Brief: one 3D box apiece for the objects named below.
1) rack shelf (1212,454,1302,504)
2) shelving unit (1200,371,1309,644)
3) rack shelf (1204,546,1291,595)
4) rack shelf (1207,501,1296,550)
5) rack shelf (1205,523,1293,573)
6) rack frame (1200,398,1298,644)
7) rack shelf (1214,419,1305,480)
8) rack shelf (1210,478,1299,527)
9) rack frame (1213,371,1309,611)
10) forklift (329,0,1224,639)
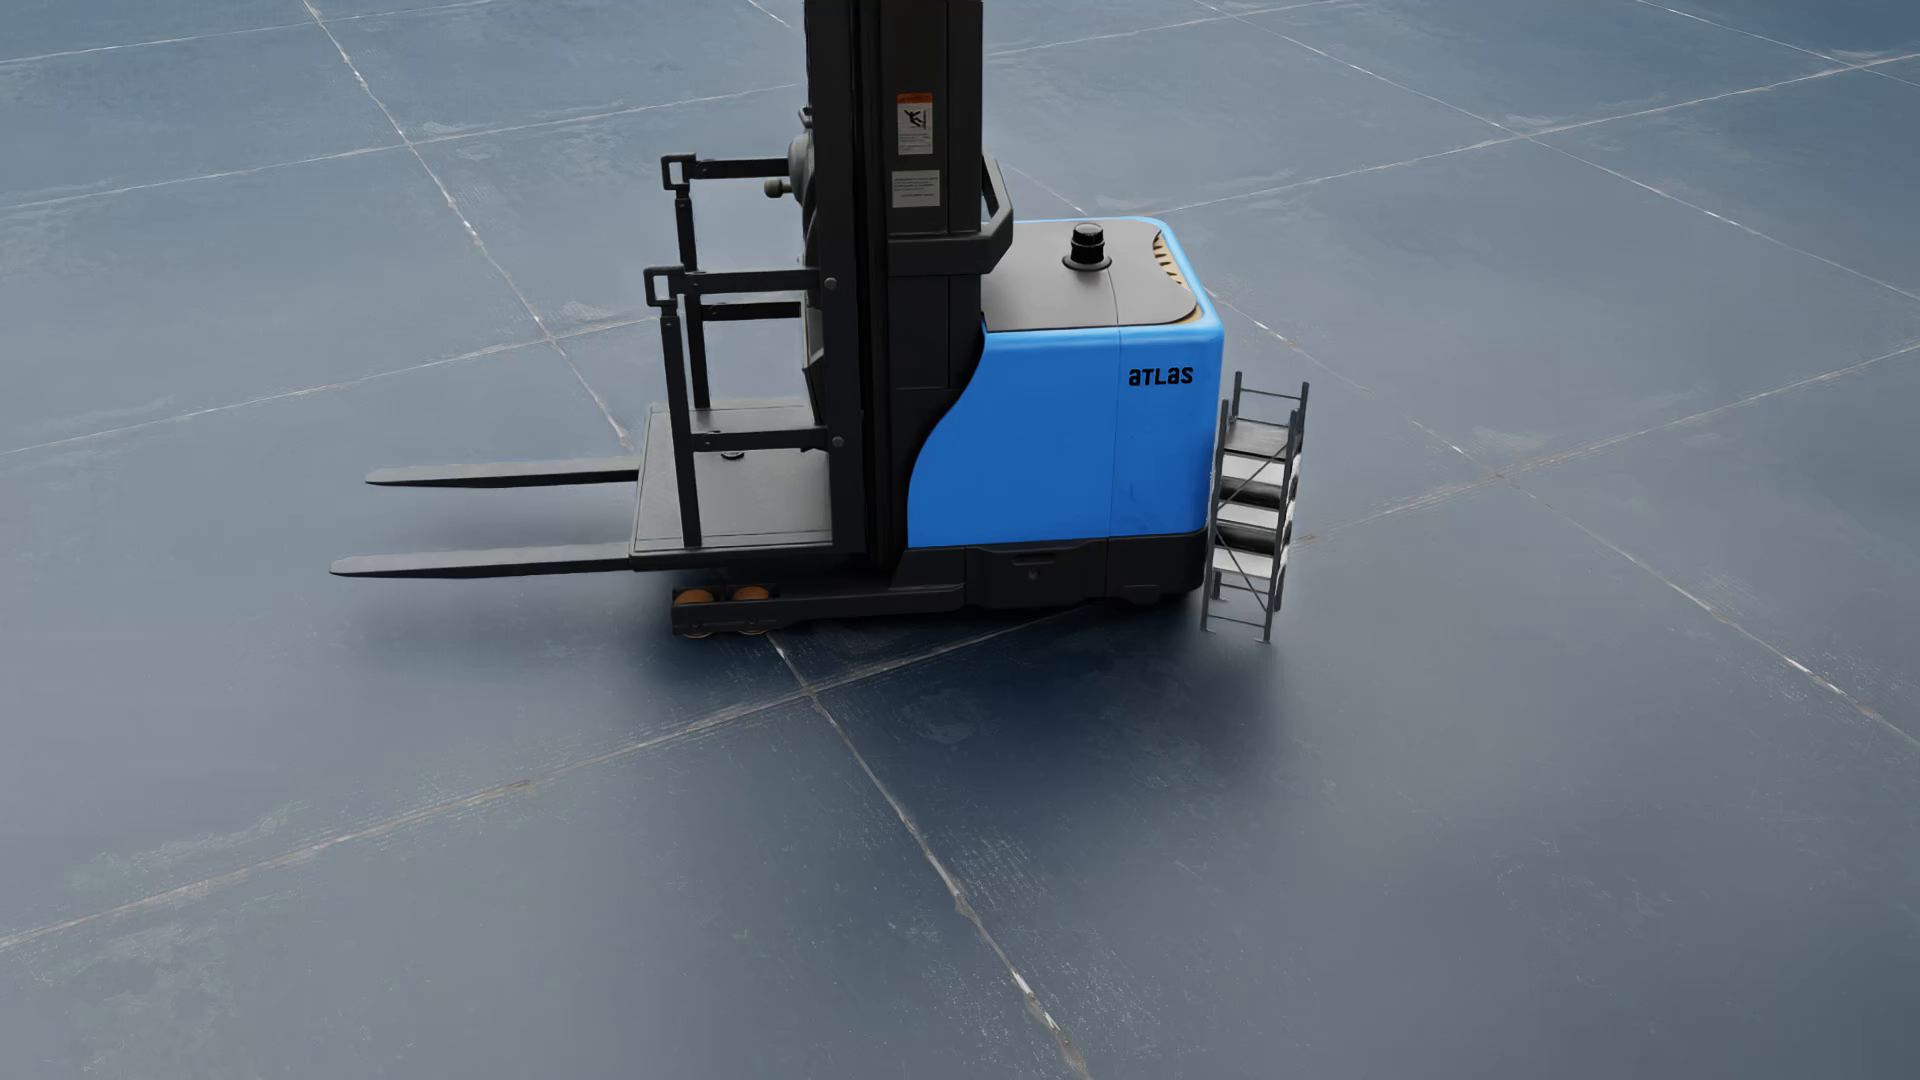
[{"bbox_3d":[0.981,-0.223,5.492,0.258,0.077,0.200,11,34,17],"label":"rack shelf"},{"bbox_3d":[0.981,-0.099,5.571,0.258,0.900,0.210,11,34,17],"label":"shelving unit"},{"bbox_3d":[0.981,0.080,5.686,0.258,0.077,0.200,11,34,17],"label":"rack shelf"},{"bbox_3d":[0.981,-0.071,5.589,0.258,0.077,0.200,11,34,17],"label":"rack shelf"},{"bbox_3d":[0.981,0.004,5.637,0.258,0.077,0.200,11,34,17],"label":"rack shelf"},{"bbox_3d":[0.946,-0.048,5.490,0.240,0.900,0.006,11,34,17],"label":"rack frame"},{"bbox_3d":[0.981,-0.299,5.443,0.258,0.077,0.200,11,34,17],"label":"rack shelf"},{"bbox_3d":[0.981,-0.147,5.540,0.258,0.077,0.200,11,34,17],"label":"rack shelf"},{"bbox_3d":[1.016,-0.151,5.651,0.240,0.900,0.006,11,34,17],"label":"rack frame"},{"bbox_3d":[-0.677,-1.195,5.399,3.031,2.935,1.130,-3,33,-5],"label":"forklift"}]
